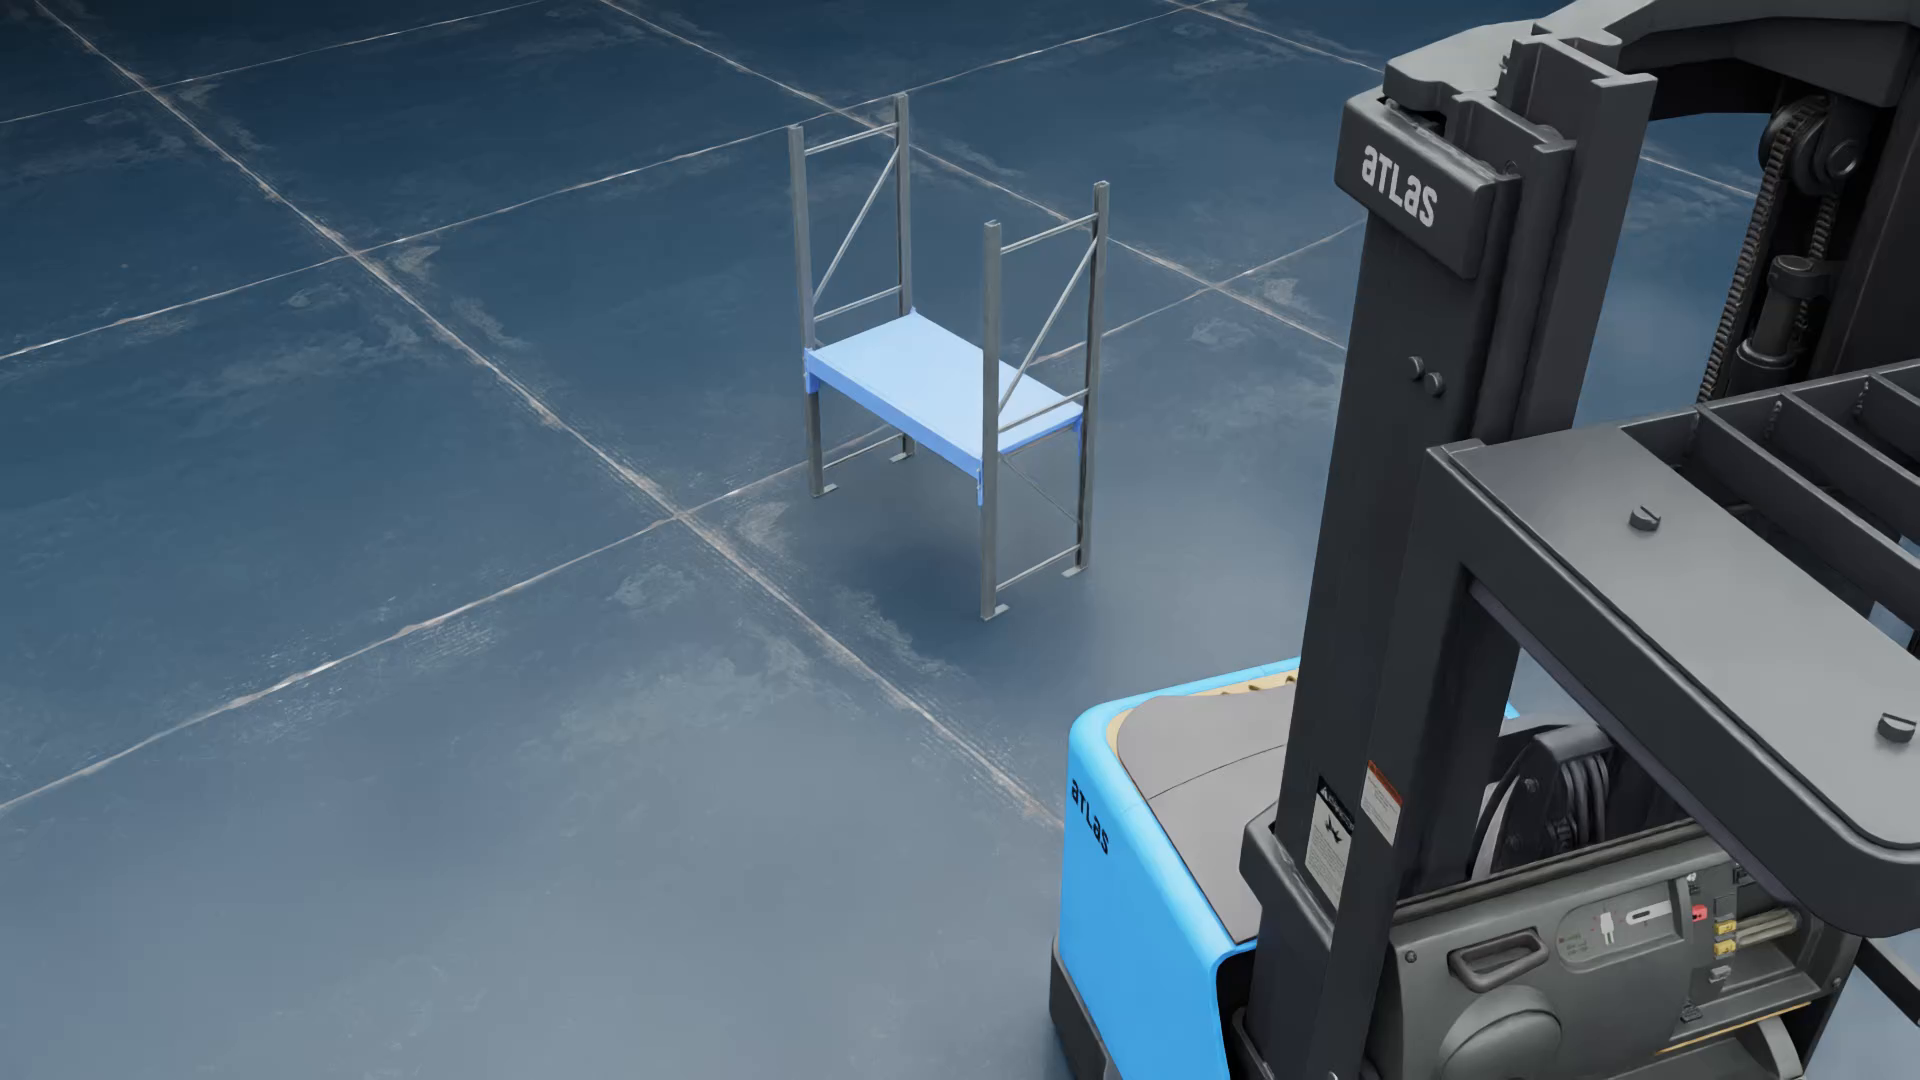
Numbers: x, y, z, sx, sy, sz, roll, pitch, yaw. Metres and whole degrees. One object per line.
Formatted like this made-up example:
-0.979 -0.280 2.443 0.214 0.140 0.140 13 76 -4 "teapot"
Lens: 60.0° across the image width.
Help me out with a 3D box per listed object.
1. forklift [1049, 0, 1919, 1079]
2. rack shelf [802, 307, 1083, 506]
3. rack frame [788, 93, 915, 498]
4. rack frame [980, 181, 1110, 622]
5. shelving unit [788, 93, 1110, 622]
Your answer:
1.203 0.784 2.607 1.130 2.935 3.031 -11 37 -16 "forklift"
-0.055 -0.503 5.974 0.538 0.185 1.000 -26 43 -32 "rack shelf"
-0.383 -0.874 6.187 0.500 1.500 0.032 -26 43 -32 "rack frame"
0.273 -0.425 5.553 0.500 1.500 0.032 -26 43 -32 "rack frame"
-0.055 -0.650 5.870 0.538 1.500 1.048 -26 43 -32 "shelving unit"
